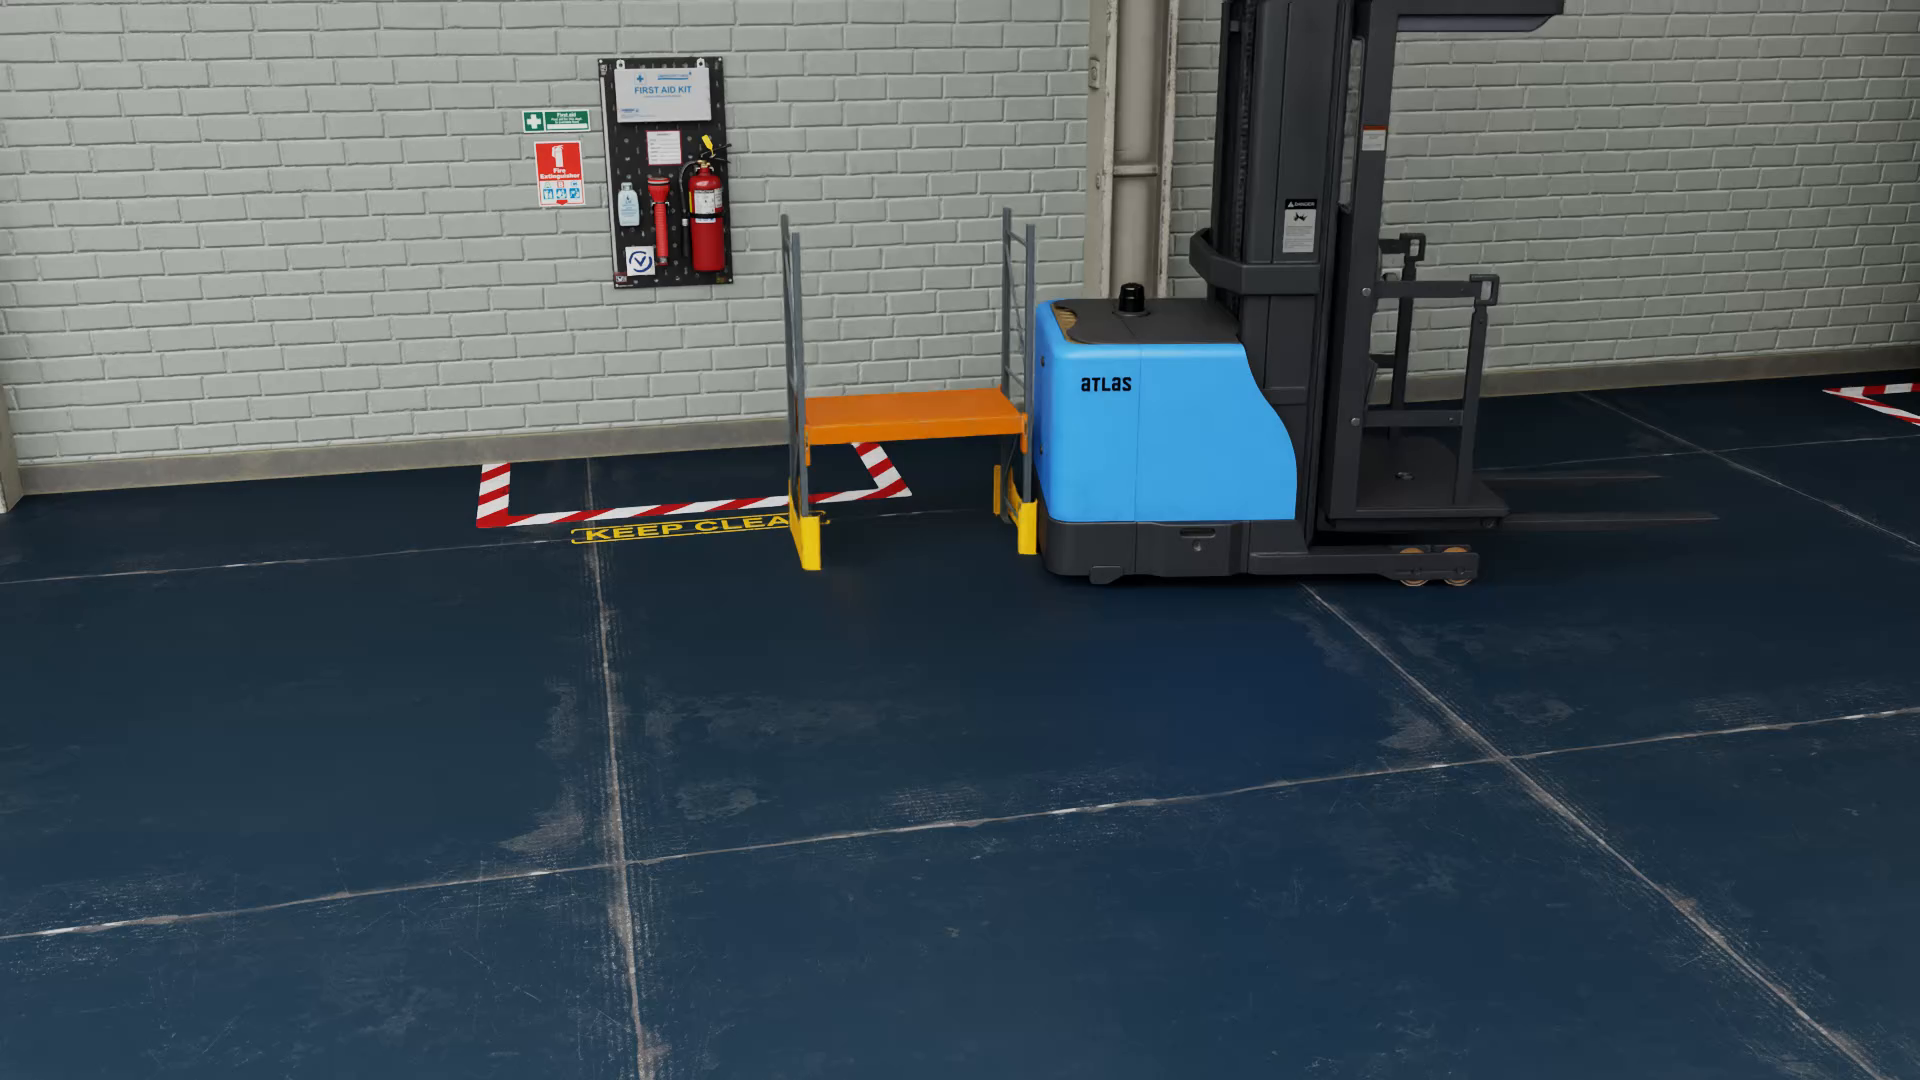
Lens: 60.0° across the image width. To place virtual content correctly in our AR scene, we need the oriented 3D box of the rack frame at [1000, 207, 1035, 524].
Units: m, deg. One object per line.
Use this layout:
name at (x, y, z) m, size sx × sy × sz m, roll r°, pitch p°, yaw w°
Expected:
rack frame at (0.261, -0.736, 7.642) m, size 0.032 × 1.500 × 0.500 m, roll -4°, pitch 21°, yaw -11°

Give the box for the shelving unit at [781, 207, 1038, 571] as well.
shelving unit at (-0.229, -0.702, 7.549) m, size 1.083 × 1.500 × 0.587 m, roll -4°, pitch 21°, yaw -11°

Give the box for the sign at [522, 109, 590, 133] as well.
sign at (-2.047, -2.125, 8.433) m, size 0.331 × 0.109 × 0.001 m, roll -5°, pitch 21°, yaw -12°

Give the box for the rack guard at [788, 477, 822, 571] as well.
rack guard at (-0.717, -0.081, 7.672) m, size 0.087 × 0.250 × 0.587 m, roll -4°, pitch 21°, yaw -11°

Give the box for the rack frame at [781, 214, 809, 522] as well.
rack frame at (-0.736, -0.666, 7.453) m, size 0.032 × 1.500 × 0.500 m, roll -4°, pitch 21°, yaw -11°

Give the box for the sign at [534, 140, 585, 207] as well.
sign at (-2.053, -1.879, 8.531) m, size 0.234 × 0.329 × 0.001 m, roll -5°, pitch 21°, yaw -12°

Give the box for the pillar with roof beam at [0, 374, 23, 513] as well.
pillar with roof beam at (-3.926, -2.955, 2.799) m, size 0.400 × 9.000 × 9.100 m, roll -5°, pitch 21°, yaw -12°

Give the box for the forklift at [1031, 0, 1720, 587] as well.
forklift at (1.870, -1.354, 7.251) m, size 3.031 × 2.935 × 1.130 m, roll -1°, pitch 20°, yaw -2°

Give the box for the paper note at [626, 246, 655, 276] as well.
paper note at (-1.680, -1.467, 8.739) m, size 0.142 × 0.148 × 0.016 m, roll -5°, pitch 21°, yaw -12°

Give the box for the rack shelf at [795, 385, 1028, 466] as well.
rack shelf at (-0.238, -0.532, 7.609) m, size 1.000 × 0.185 × 0.538 m, roll -4°, pitch 21°, yaw -11°

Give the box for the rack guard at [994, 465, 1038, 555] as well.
rack guard at (0.259, -0.149, 7.857) m, size 0.087 × 0.250 × 0.587 m, roll -4°, pitch 21°, yaw -11°

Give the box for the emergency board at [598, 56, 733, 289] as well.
emergency board at (-1.491, -1.871, 8.562) m, size 0.643 × 1.169 × 0.194 m, roll -5°, pitch 21°, yaw -12°

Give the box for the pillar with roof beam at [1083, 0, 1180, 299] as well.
pillar with roof beam at (1.913, -3.430, 4.096) m, size 0.400 × 9.000 × 9.100 m, roll -5°, pitch 21°, yaw -12°
